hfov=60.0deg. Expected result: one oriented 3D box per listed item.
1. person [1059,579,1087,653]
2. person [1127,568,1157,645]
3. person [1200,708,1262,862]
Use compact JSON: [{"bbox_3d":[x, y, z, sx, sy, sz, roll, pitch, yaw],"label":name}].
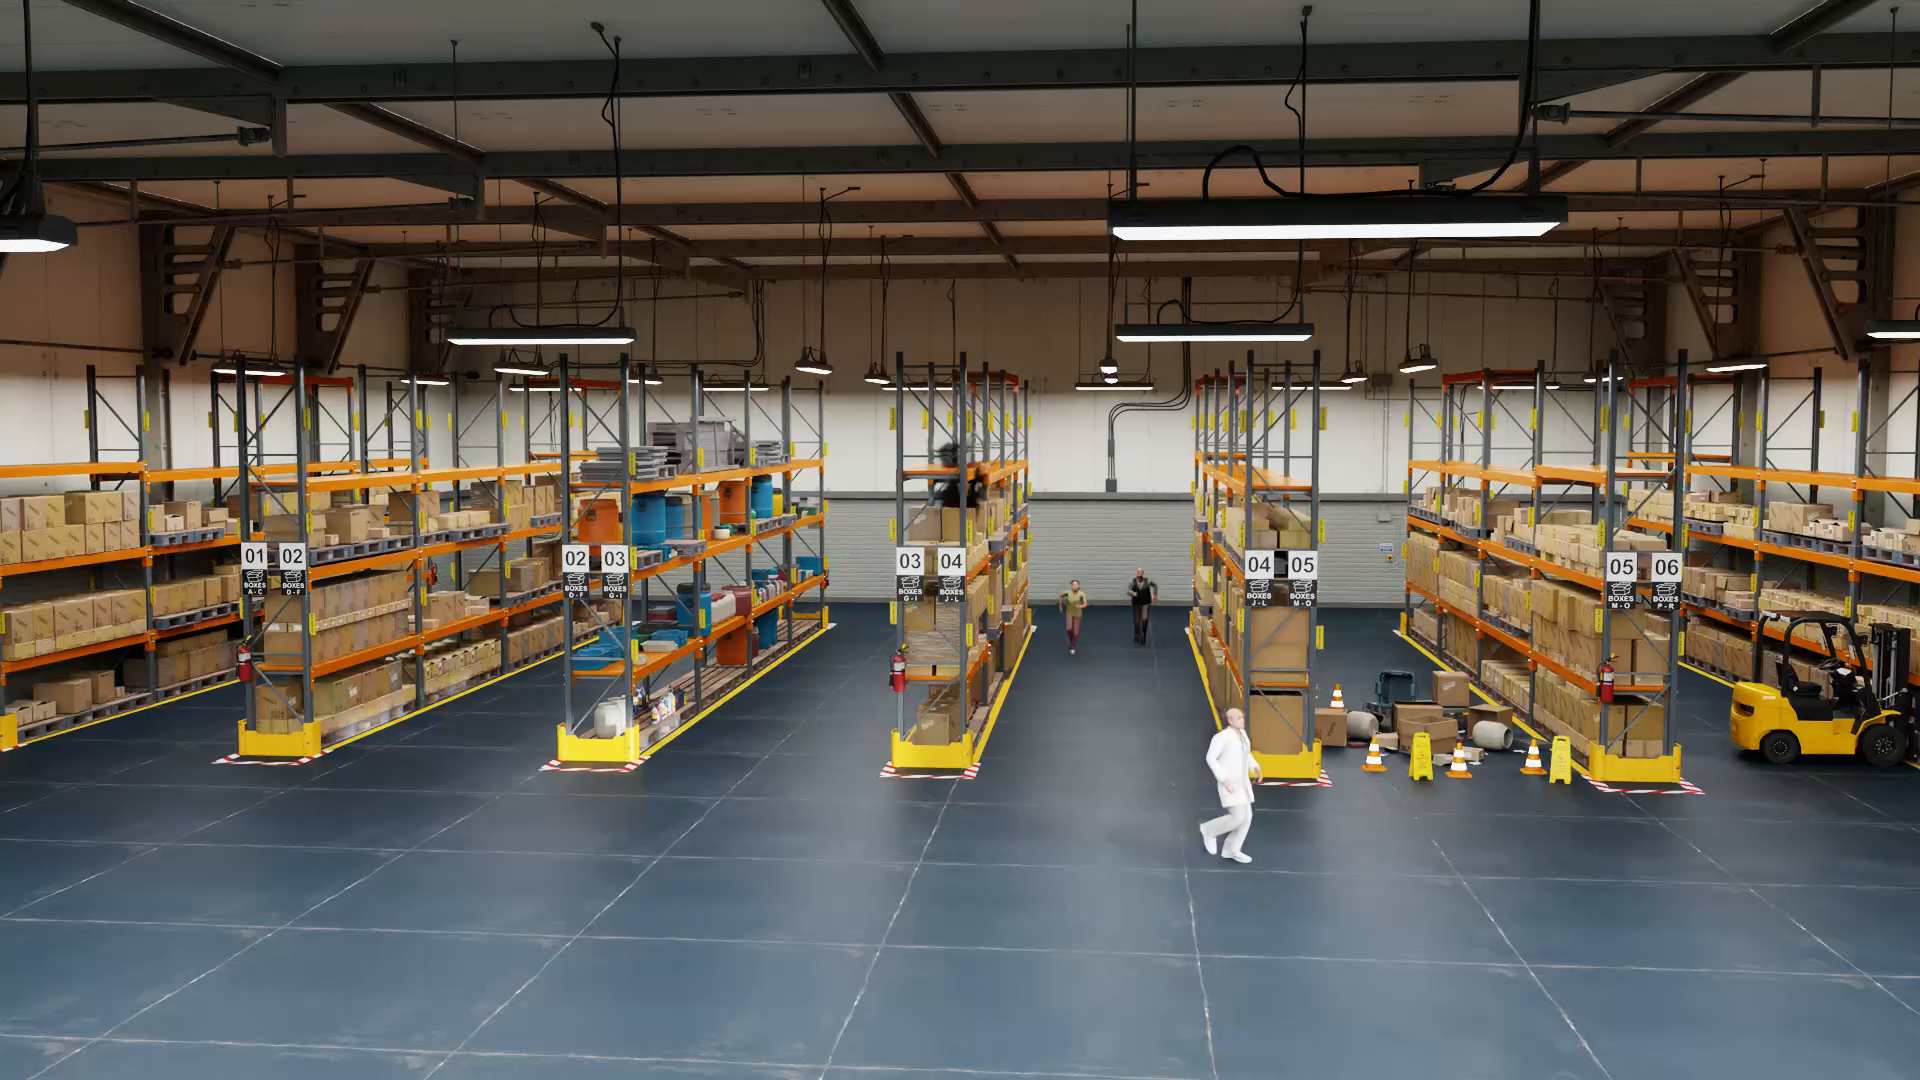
[{"bbox_3d":[2.426,1.646,35.741,0.618,1.615,0.671,0,4,6],"label":"person"},{"bbox_3d":[4.092,1.482,37.468,0.666,1.729,0.865,1,4,12],"label":"person"},{"bbox_3d":[3.096,2.784,19.030,0.636,1.750,0.731,4,5,41],"label":"person"}]
